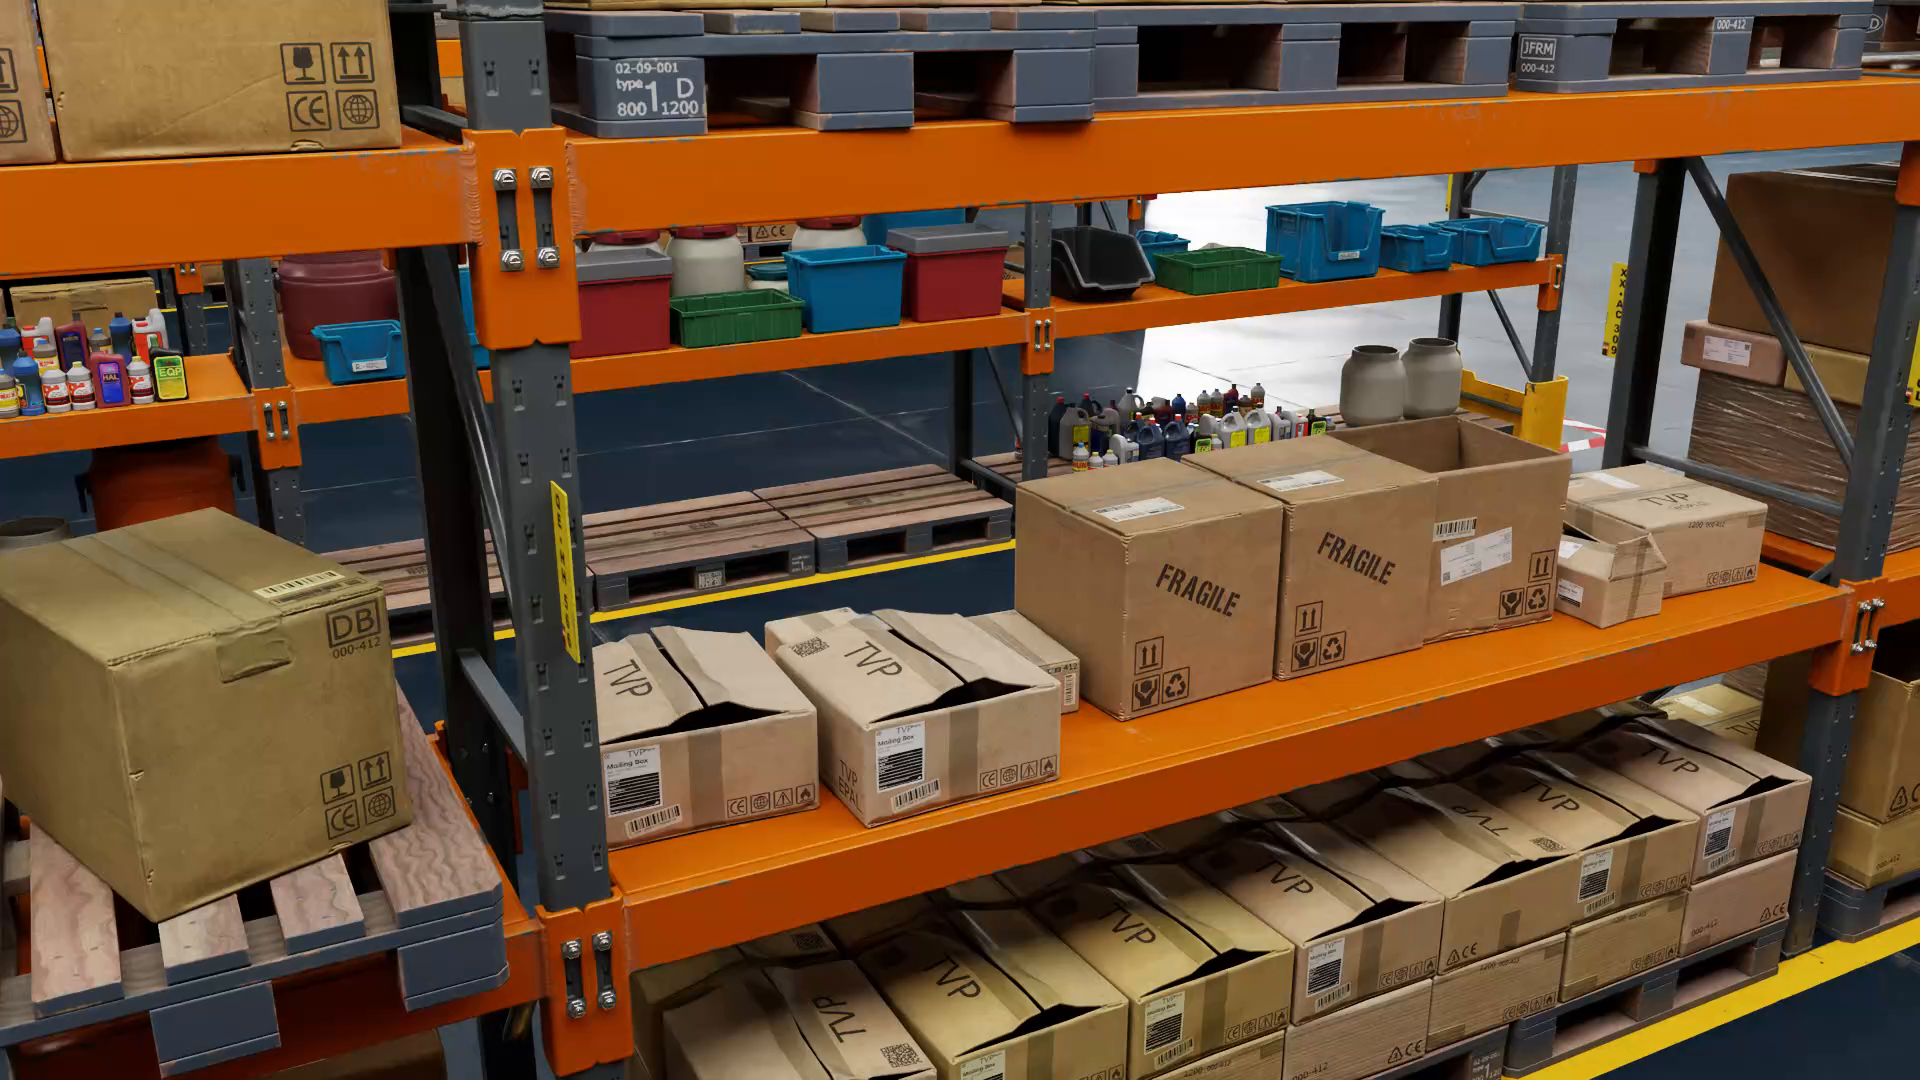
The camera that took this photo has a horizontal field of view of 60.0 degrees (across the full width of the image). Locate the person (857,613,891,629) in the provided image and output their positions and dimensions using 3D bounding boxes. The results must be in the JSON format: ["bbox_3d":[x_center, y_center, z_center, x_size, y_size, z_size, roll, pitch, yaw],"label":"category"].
[{"bbox_3d":[-0.373,0.639,6.742,0.839,0.731,0.429,-10,21,-28],"label":"person"}]
